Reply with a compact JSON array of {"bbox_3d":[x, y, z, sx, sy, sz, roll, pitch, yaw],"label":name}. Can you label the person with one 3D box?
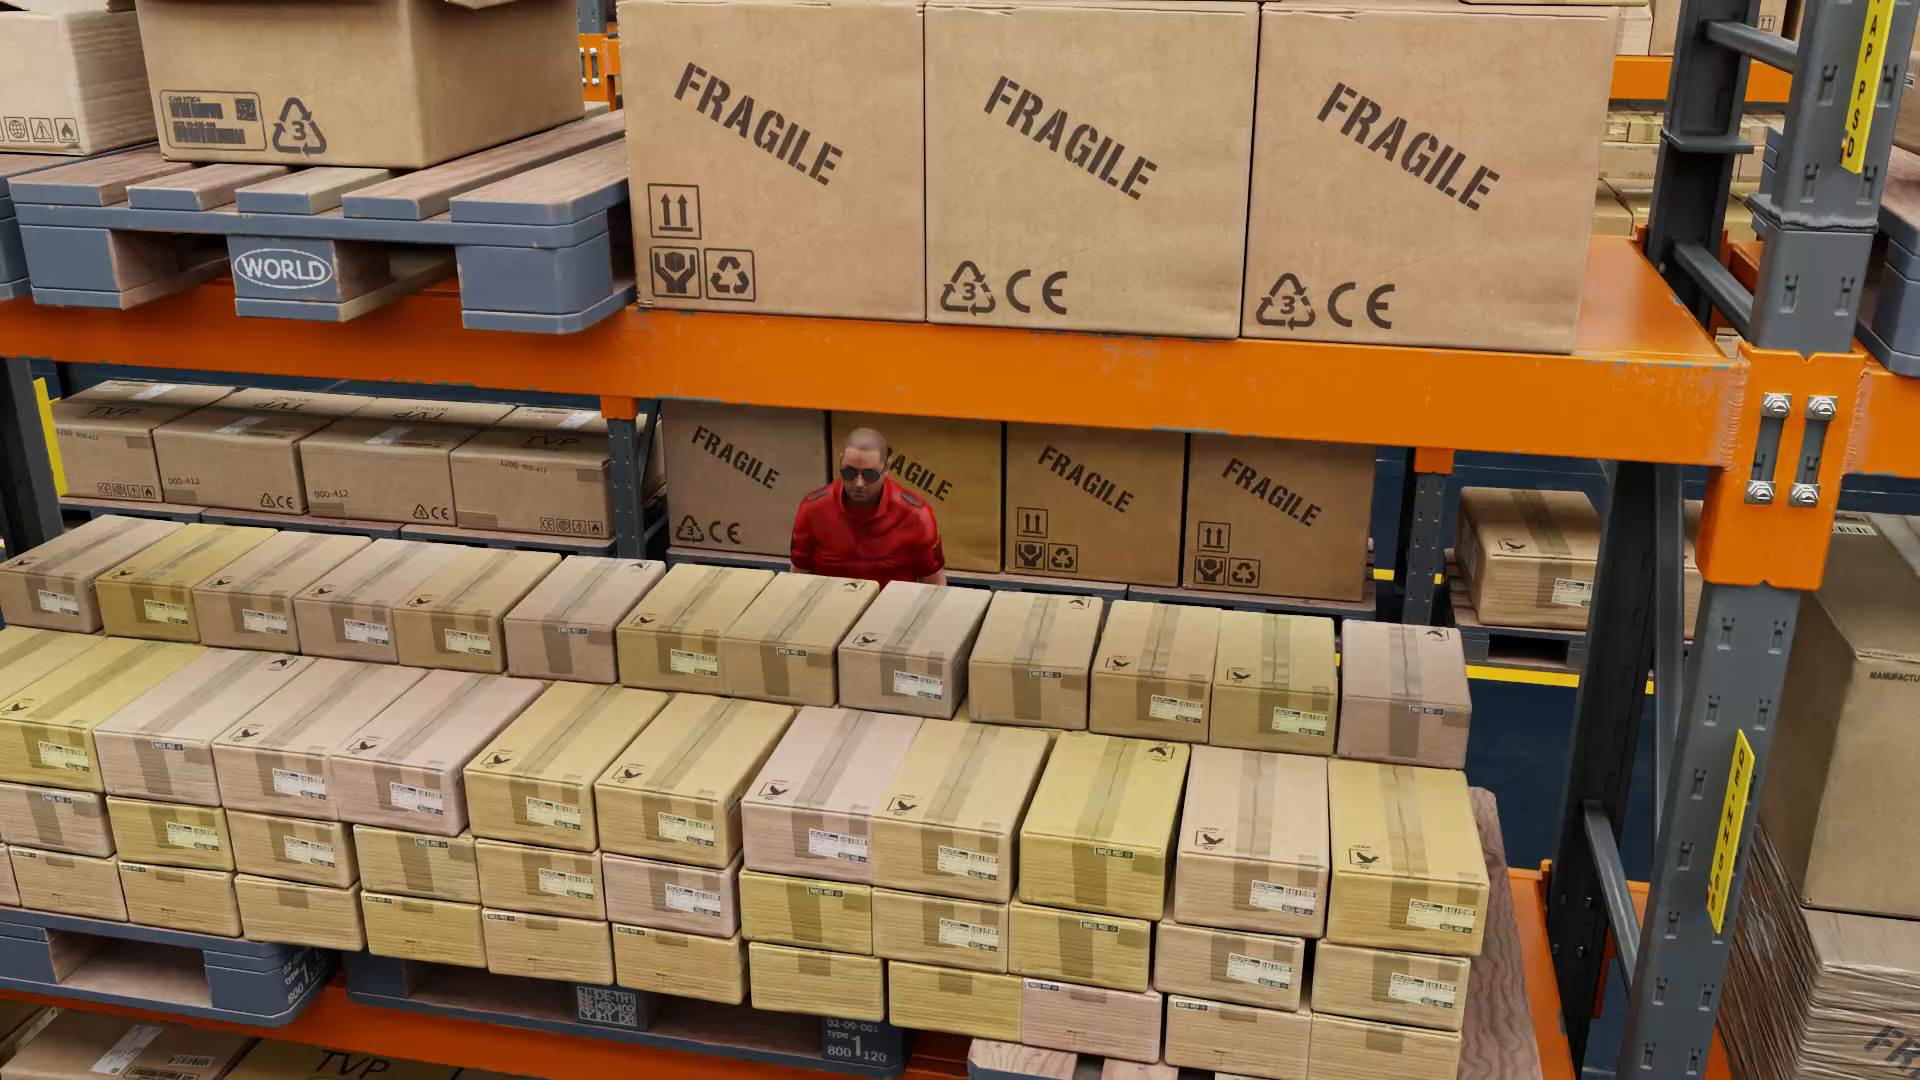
[{"bbox_3d":[-0.352,0.402,6.079,0.606,1.726,0.392,3,22,8],"label":"person"}]
